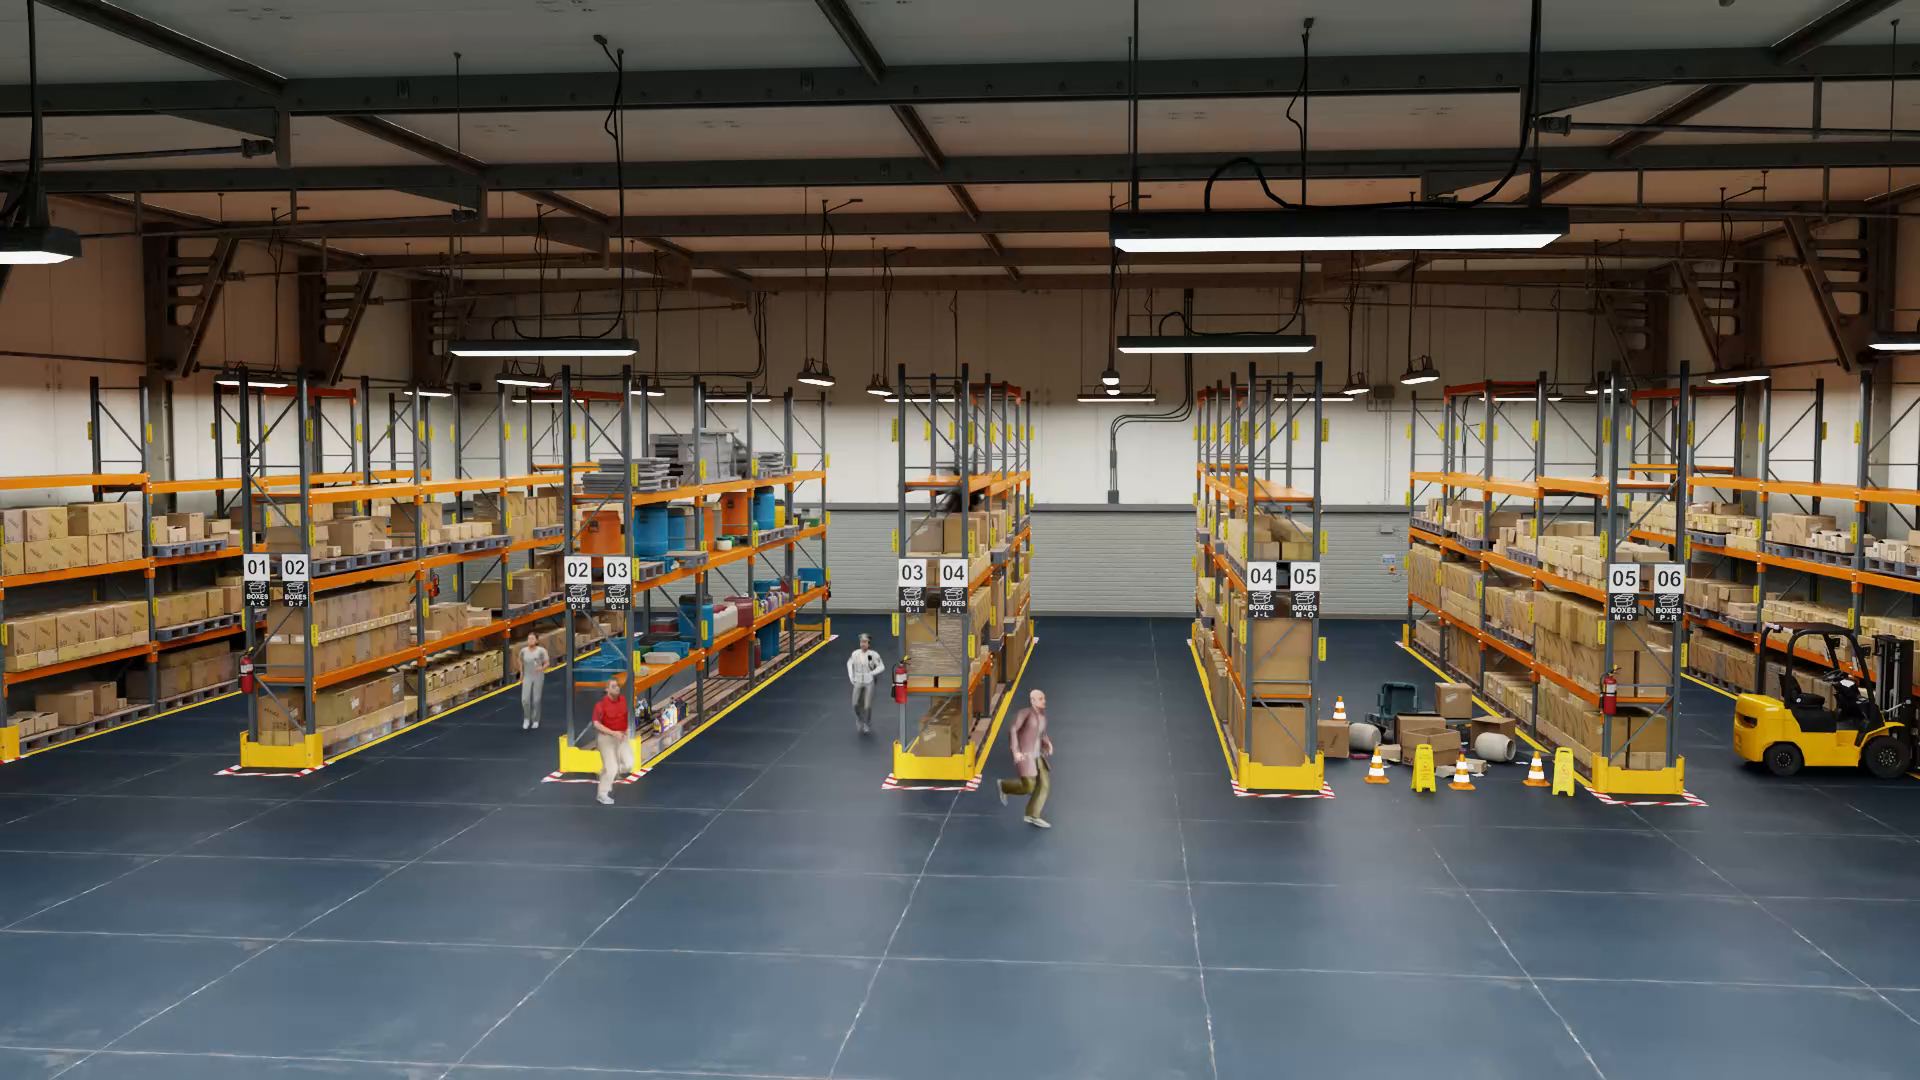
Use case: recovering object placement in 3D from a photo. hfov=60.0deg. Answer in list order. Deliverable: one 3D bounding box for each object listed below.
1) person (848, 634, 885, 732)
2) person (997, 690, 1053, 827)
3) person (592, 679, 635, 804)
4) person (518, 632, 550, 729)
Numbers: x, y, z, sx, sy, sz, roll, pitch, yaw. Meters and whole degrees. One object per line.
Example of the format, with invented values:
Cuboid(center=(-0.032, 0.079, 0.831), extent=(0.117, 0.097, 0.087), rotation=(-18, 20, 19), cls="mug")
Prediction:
Cuboid(center=(-1.586, 2.382, 27.641), extent=(0.667, 1.666, 0.532), rotation=(1, 4, 10), cls="person")
Cuboid(center=(0.851, 2.781, 21.383), extent=(0.801, 1.743, 0.709), rotation=(3, 5, 41), cls="person")
Cuboid(center=(-4.676, 2.724, 22.554), extent=(0.657, 1.687, 0.695), rotation=(3, 5, 36), cls="person")
Cuboid(center=(-7.199, 2.369, 28.052), extent=(0.569, 1.647, 0.642), rotation=(0, 4, -6), cls="person")
